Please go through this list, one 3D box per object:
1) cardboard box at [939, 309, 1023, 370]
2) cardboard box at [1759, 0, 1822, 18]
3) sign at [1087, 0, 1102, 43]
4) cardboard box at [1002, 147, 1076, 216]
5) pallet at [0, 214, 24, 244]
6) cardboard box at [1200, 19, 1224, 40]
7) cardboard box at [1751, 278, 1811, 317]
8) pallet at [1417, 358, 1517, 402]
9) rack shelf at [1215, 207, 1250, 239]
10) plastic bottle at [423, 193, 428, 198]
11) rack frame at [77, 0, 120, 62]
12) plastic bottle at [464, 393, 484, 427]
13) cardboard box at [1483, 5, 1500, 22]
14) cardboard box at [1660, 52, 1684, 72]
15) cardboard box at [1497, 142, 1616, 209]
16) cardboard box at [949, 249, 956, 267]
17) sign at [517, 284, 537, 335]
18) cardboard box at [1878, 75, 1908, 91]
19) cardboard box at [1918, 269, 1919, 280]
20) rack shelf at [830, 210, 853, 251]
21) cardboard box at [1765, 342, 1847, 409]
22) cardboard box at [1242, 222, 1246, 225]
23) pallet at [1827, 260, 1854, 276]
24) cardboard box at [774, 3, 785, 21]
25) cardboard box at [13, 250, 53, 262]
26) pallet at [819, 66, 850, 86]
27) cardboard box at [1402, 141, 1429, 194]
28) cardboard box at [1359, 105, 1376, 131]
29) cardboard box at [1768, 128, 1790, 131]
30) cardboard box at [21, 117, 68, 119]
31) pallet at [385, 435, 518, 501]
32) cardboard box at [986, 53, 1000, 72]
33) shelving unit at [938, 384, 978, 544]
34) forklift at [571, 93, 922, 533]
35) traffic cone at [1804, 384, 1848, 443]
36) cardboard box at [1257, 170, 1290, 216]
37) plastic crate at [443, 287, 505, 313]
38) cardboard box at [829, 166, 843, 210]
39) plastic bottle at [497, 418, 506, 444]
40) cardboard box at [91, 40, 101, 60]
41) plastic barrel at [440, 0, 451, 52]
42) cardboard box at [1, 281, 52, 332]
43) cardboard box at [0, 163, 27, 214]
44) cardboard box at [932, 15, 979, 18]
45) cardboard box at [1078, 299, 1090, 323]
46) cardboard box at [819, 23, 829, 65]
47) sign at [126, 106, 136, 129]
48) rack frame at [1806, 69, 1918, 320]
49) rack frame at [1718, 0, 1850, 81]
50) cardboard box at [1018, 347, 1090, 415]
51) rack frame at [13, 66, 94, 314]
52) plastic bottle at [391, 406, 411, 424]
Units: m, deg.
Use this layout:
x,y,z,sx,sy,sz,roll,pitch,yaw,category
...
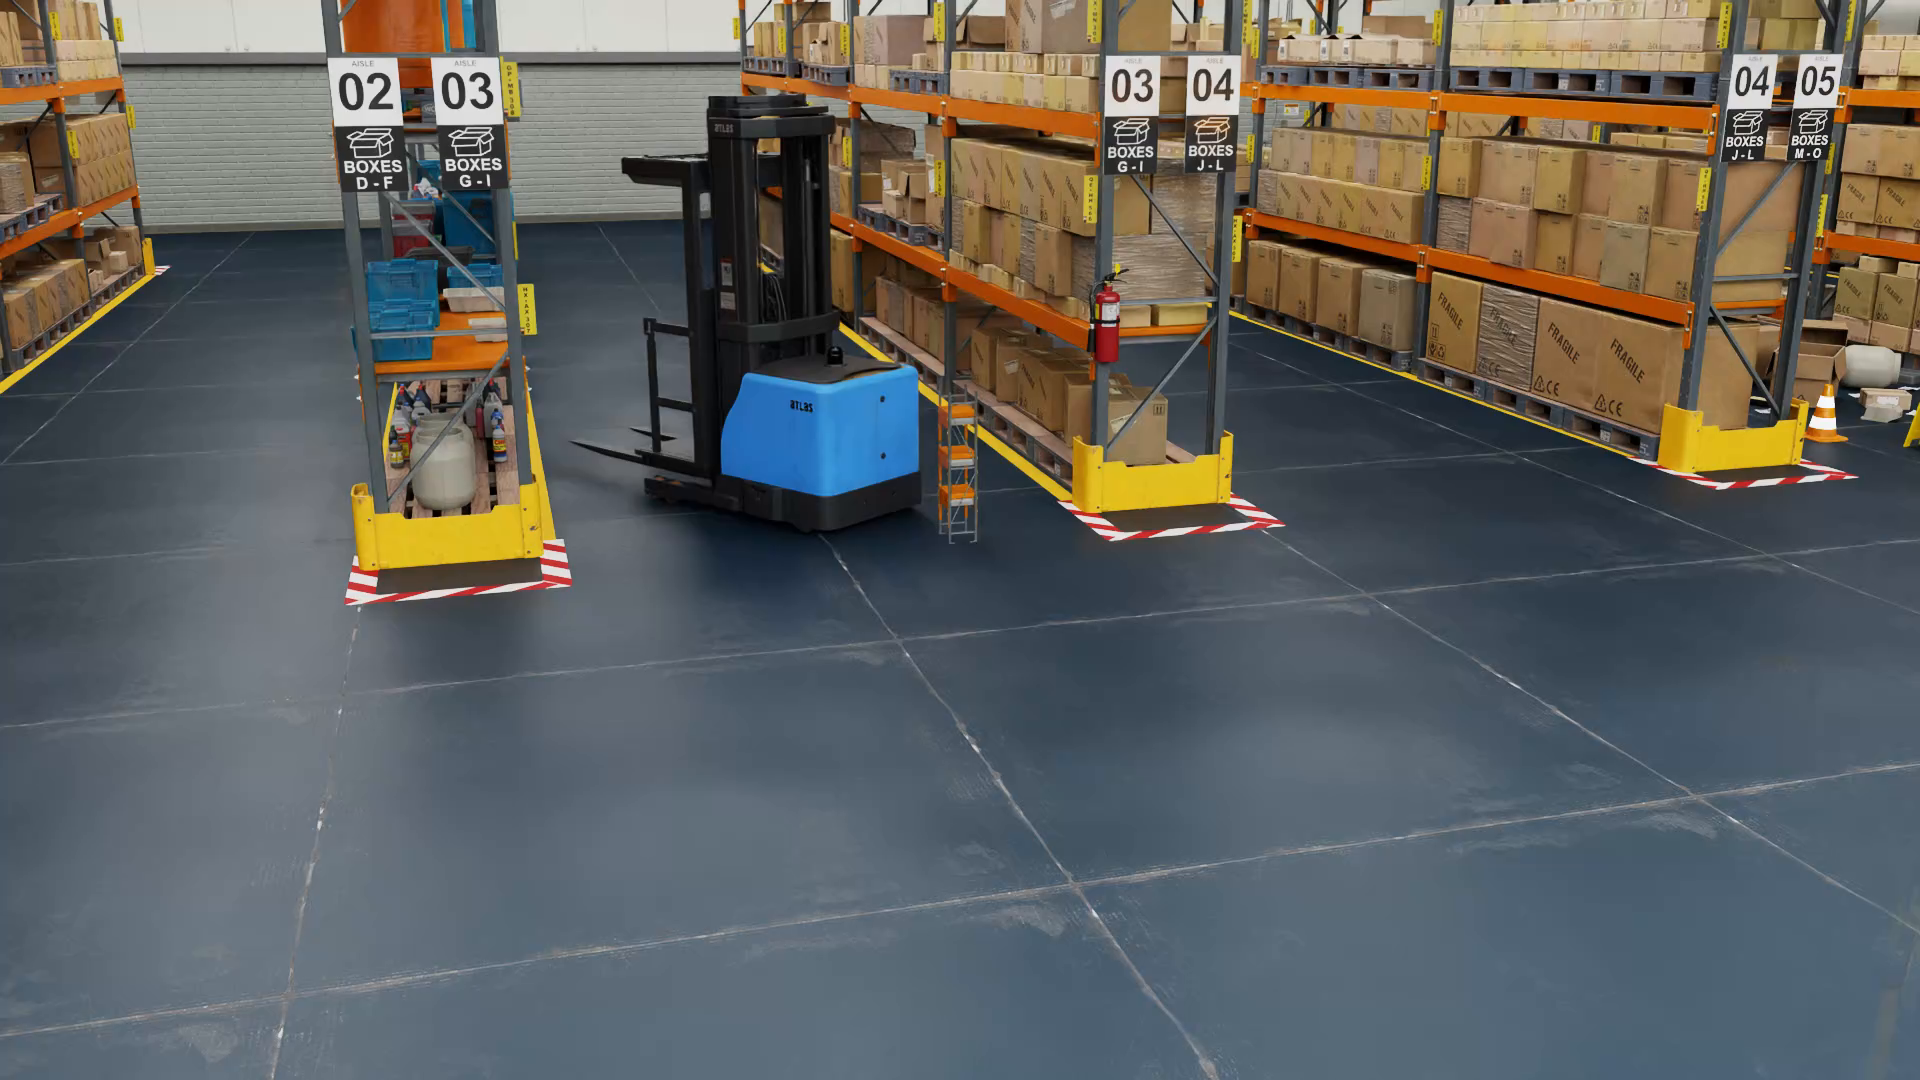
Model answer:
x,y,z,sx,sy,sz,roll,pitch,yaw,category
0.200,-1.992,16.450,0.700,0.500,0.500,-6,18,-20,cardboard box
6.458,-4.129,12.917,0.380,0.149,0.250,-5,17,-15,cardboard box
0.908,-3.523,11.212,0.100,0.325,0.005,-5,17,-15,sign
0.651,-2.918,13.522,0.500,0.500,0.500,-5,17,-15,cardboard box
-10.531,-3.221,17.295,1.213,0.211,1.003,-5,17,-15,pallet
3.311,-6.574,21.405,0.396,0.266,0.258,-5,17,-15,cardboard box
9.529,-2.876,19.652,0.950,0.372,0.625,-4,17,-12,cardboard box
5.279,-1.619,16.475,1.003,0.211,1.213,-5,17,-15,pallet
3.496,-4.486,22.423,1.077,0.370,4.000,-5,17,-15,rack shelf
-6.261,-3.923,19.500,0.061,0.283,0.133,-5,17,-15,plastic bottle
-12.476,-8.217,23.165,1.000,3.000,0.127,-5,17,-15,rack frame
-4.043,-1.094,13.851,0.152,0.276,0.135,-5,17,-15,plastic bottle
5.059,-4.850,15.317,0.380,0.149,0.250,-5,17,-16,cardboard box
5.758,-3.765,13.090,0.380,0.149,0.250,-5,17,-15,cardboard box
5.492,-3.352,15.260,0.875,0.550,0.550,-5,17,-15,cardboard box
0.118,-2.603,15.341,0.380,0.149,0.250,-5,17,-15,cardboard box
-2.785,-1.484,10.696,0.100,0.325,0.005,-5,17,-15,sign
9.742,-4.724,17.187,0.380,0.149,0.250,-5,17,-15,cardboard box
9.975,-2.704,16.859,0.380,0.149,0.250,-4,17,-12,cardboard box
-1.301,-4.122,21.211,1.077,0.370,4.000,-5,17,-15,rack shelf
8.059,-1.574,15.817,0.637,0.503,0.797,11,20,32,cardboard box
3.826,-4.129,22.294,0.500,0.250,0.500,-5,17,-15,cardboard box
13.380,-3.964,24.282,1.003,0.211,1.213,-5,17,-15,pallet
-2.404,-7.659,24.141,0.500,0.250,0.500,-5,18,-17,cardboard box
-11.806,-3.386,21.091,0.500,0.500,0.500,-5,17,-15,cardboard box
-0.979,-5.433,19.440,1.213,0.211,1.003,-4,17,-13,pallet
5.003,-3.835,17.092,0.700,0.500,0.500,-5,17,-16,cardboard box
6.872,-6.859,27.160,0.500,0.500,0.500,-5,17,-15,cardboard box
9.690,-4.743,19.479,0.380,0.149,0.250,-4,17,-12,cardboard box
-12.324,-5.444,22.451,0.500,0.500,0.500,-4,17,-14,cardboard box
-3.931,-0.553,12.925,1.003,0.211,1.213,-5,17,-15,pallet
0.432,-3.958,13.769,0.380,0.149,0.250,-5,17,-16,cardboard box
-0.015,-0.518,11.350,0.215,1.050,0.252,-5,17,-15,shelving unit
-1.739,-1.778,12.278,3.031,2.935,1.130,13,21,38,forklift
7.463,-1.109,14.339,0.336,0.463,0.334,-5,17,-15,traffic cone
3.909,-4.180,19.979,0.500,0.500,0.500,-5,17,-15,cardboard box
-3.724,-1.860,12.888,0.530,0.136,0.437,-5,17,-15,plastic crate
-1.402,-4.360,20.578,0.500,0.500,0.500,-5,18,-17,cardboard box
-3.558,-0.809,12.888,0.061,0.283,0.133,-4,17,-14,plastic bottle
-11.818,-6.549,22.219,0.500,0.250,0.500,-5,17,-15,cardboard box
-4.244,-4.009,12.770,0.600,0.901,0.708,-5,17,-15,plastic barrel
-10.410,-2.577,18.396,0.500,0.500,0.500,-5,17,-16,cardboard box
-10.626,-3.813,18.030,0.700,0.500,0.500,-1,17,-5,cardboard box
-0.107,-5.246,17.445,0.500,0.500,0.500,-4,17,-14,cardboard box
1.102,-1.712,12.373,0.380,0.149,0.250,-5,17,-15,cardboard box
-1.333,-6.164,20.634,0.797,0.503,0.637,-5,17,-16,cardboard box
-11.937,-6.088,23.944,0.100,0.325,0.005,-5,17,-15,sign
9.876,-3.590,18.191,1.000,3.000,0.127,-5,17,-15,rack frame
6.244,-4.938,12.248,1.000,3.000,0.127,-5,17,-15,rack frame
0.830,-1.374,14.426,0.500,0.500,0.500,-6,18,-20,cardboard box
-11.376,-4.238,20.345,1.000,3.000,0.127,-5,17,-15,rack frame
-4.372,-0.880,13.007,0.144,0.351,0.185,-4,17,-13,plastic bottle
